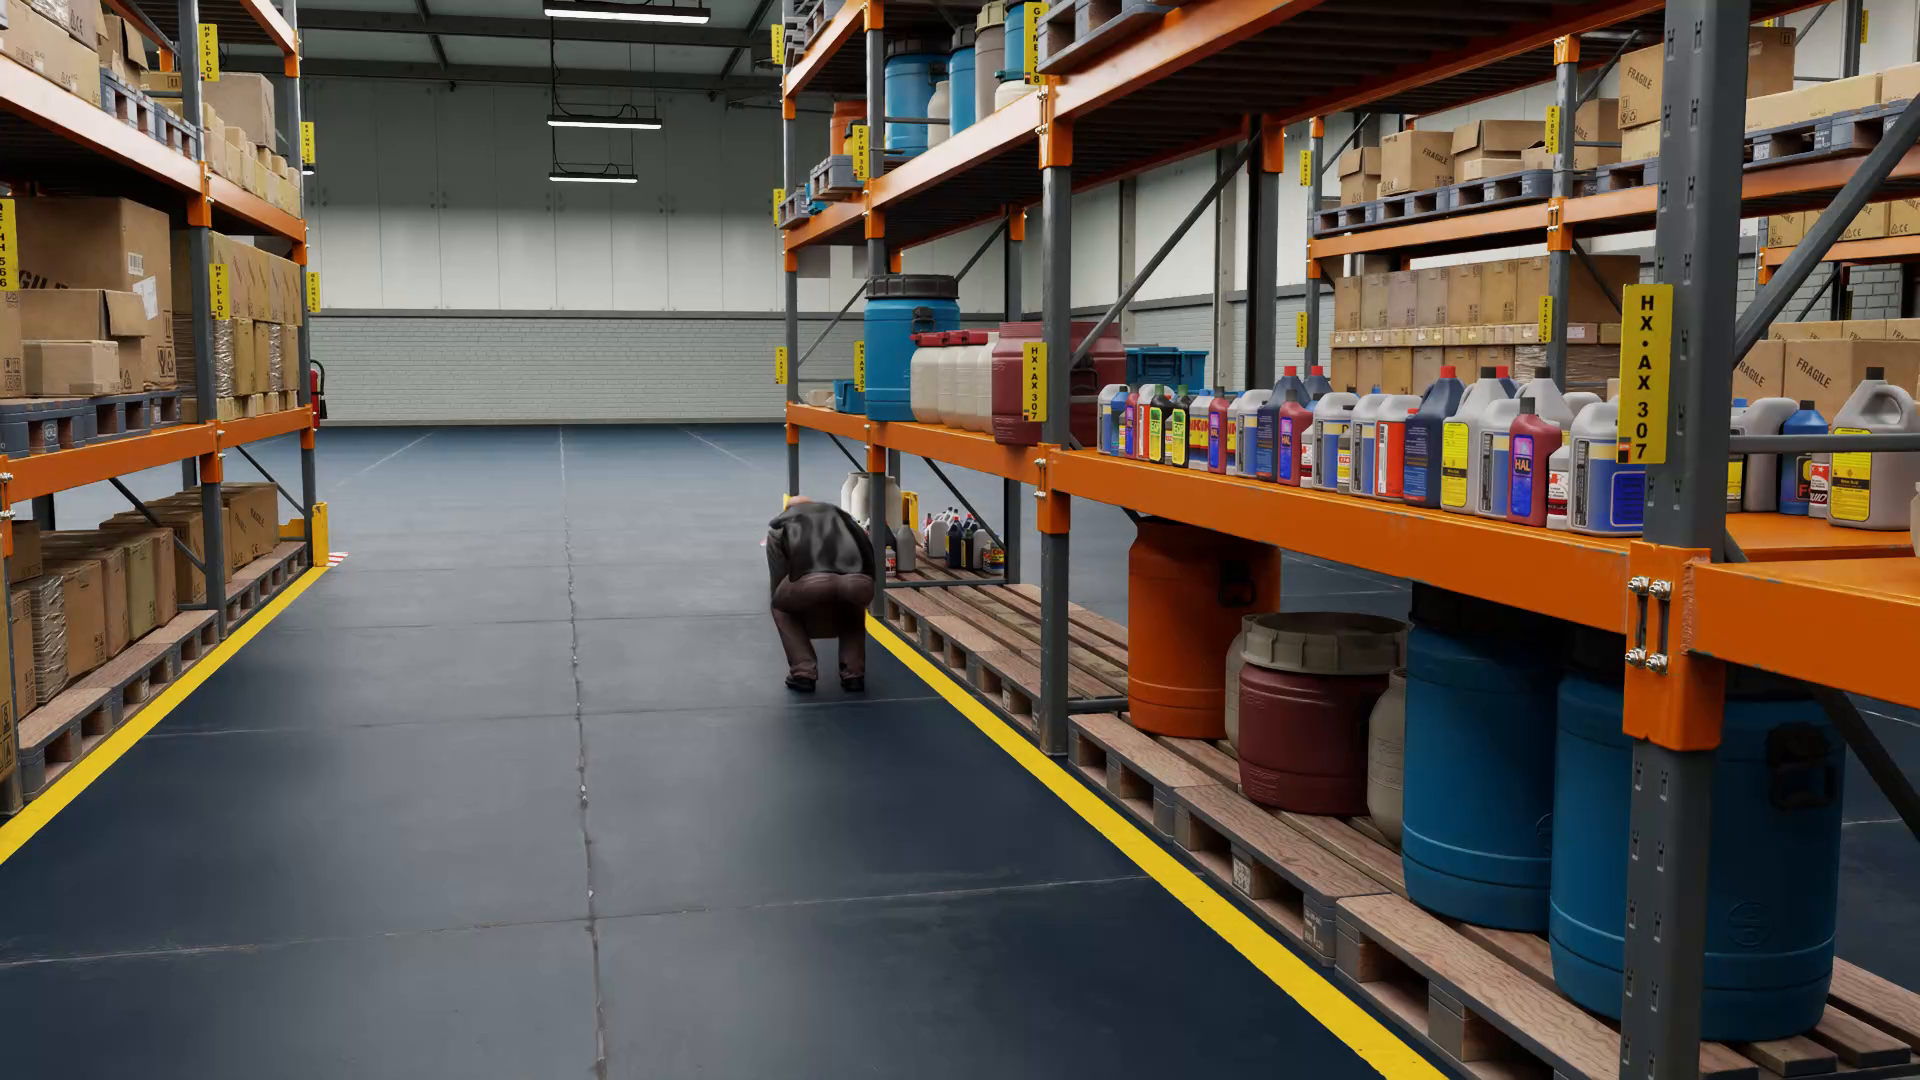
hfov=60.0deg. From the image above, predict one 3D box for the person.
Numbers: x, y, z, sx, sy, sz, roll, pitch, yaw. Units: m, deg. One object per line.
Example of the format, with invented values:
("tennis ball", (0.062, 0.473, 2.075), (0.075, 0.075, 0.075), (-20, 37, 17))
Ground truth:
("person", (-0.728, 0.275, 8.629), (0.506, 0.954, 0.898), (-2, 6, -16))
